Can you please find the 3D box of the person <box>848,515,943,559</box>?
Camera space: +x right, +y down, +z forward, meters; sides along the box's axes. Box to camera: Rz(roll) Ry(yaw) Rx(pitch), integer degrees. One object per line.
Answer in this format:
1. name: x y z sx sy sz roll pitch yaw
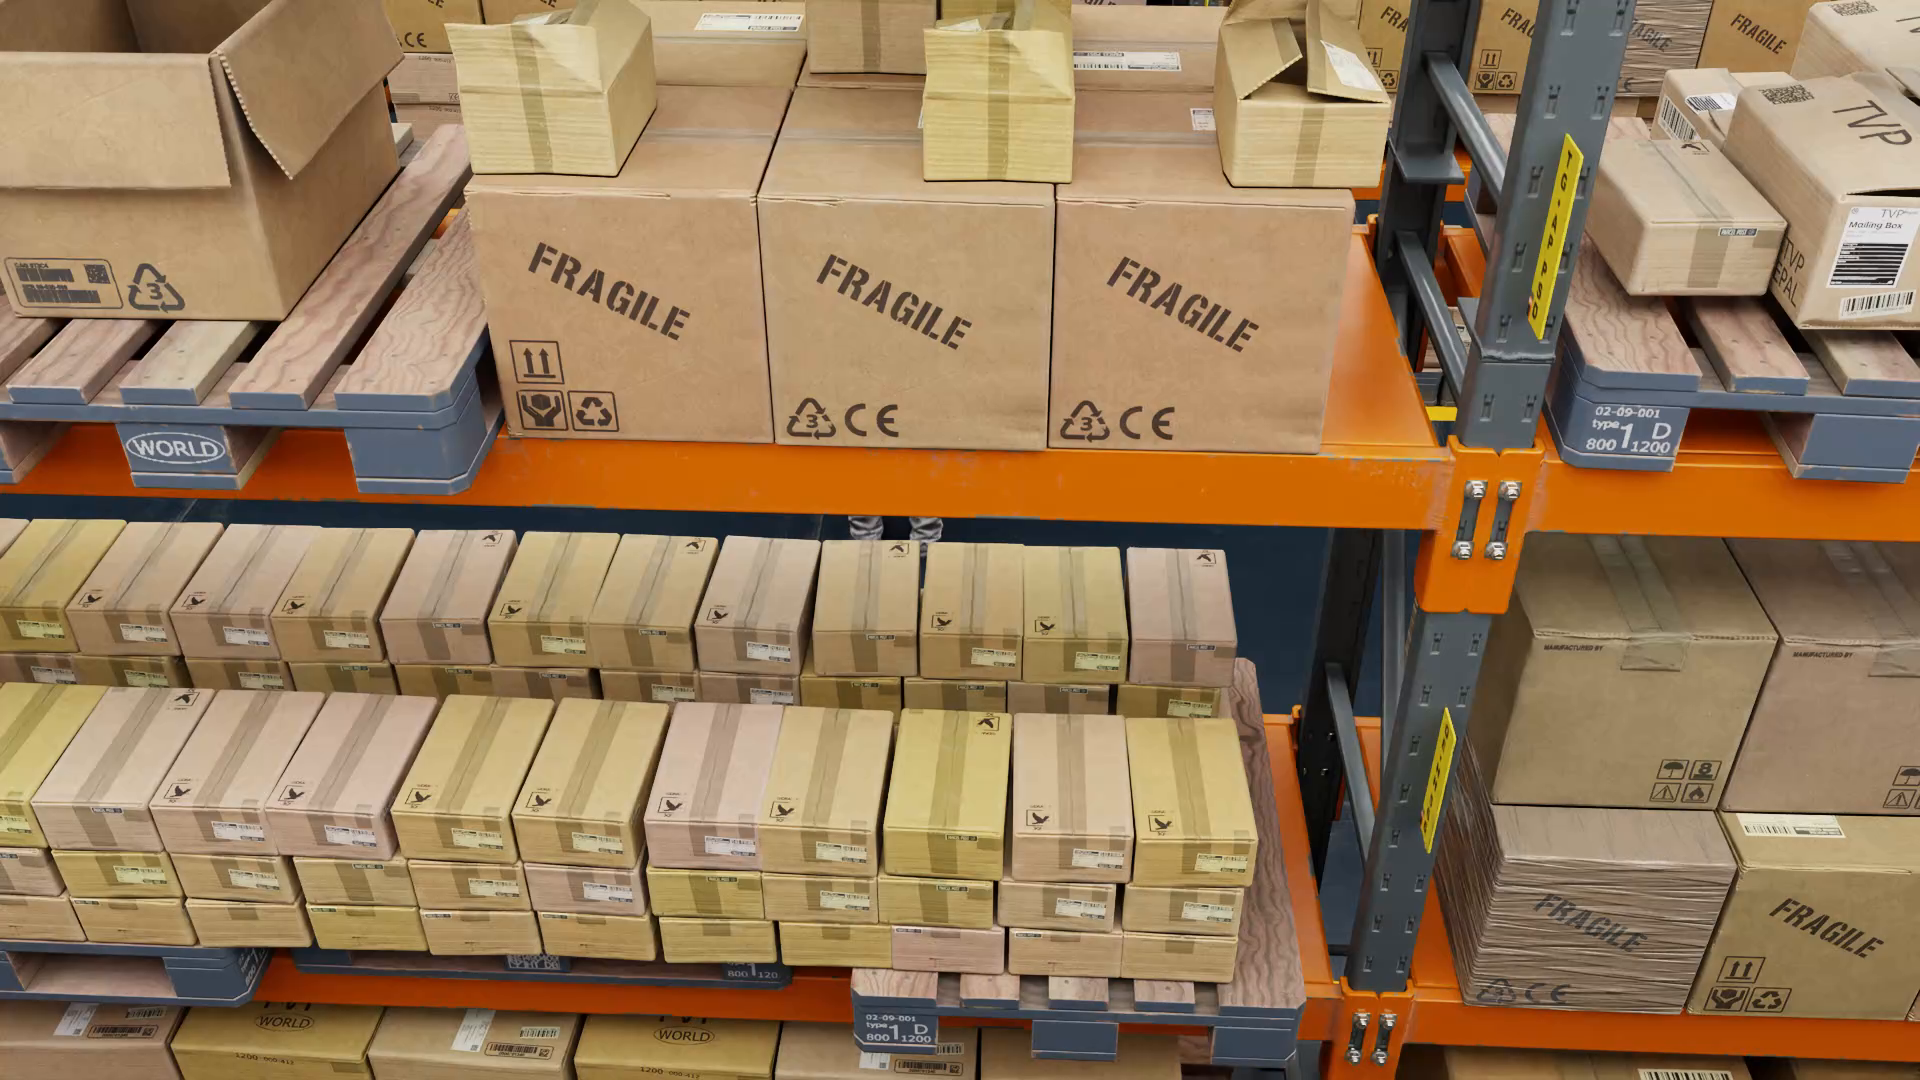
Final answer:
1. person: -0.330 -0.623 7.279 0.611 1.469 0.737 2 35 2
